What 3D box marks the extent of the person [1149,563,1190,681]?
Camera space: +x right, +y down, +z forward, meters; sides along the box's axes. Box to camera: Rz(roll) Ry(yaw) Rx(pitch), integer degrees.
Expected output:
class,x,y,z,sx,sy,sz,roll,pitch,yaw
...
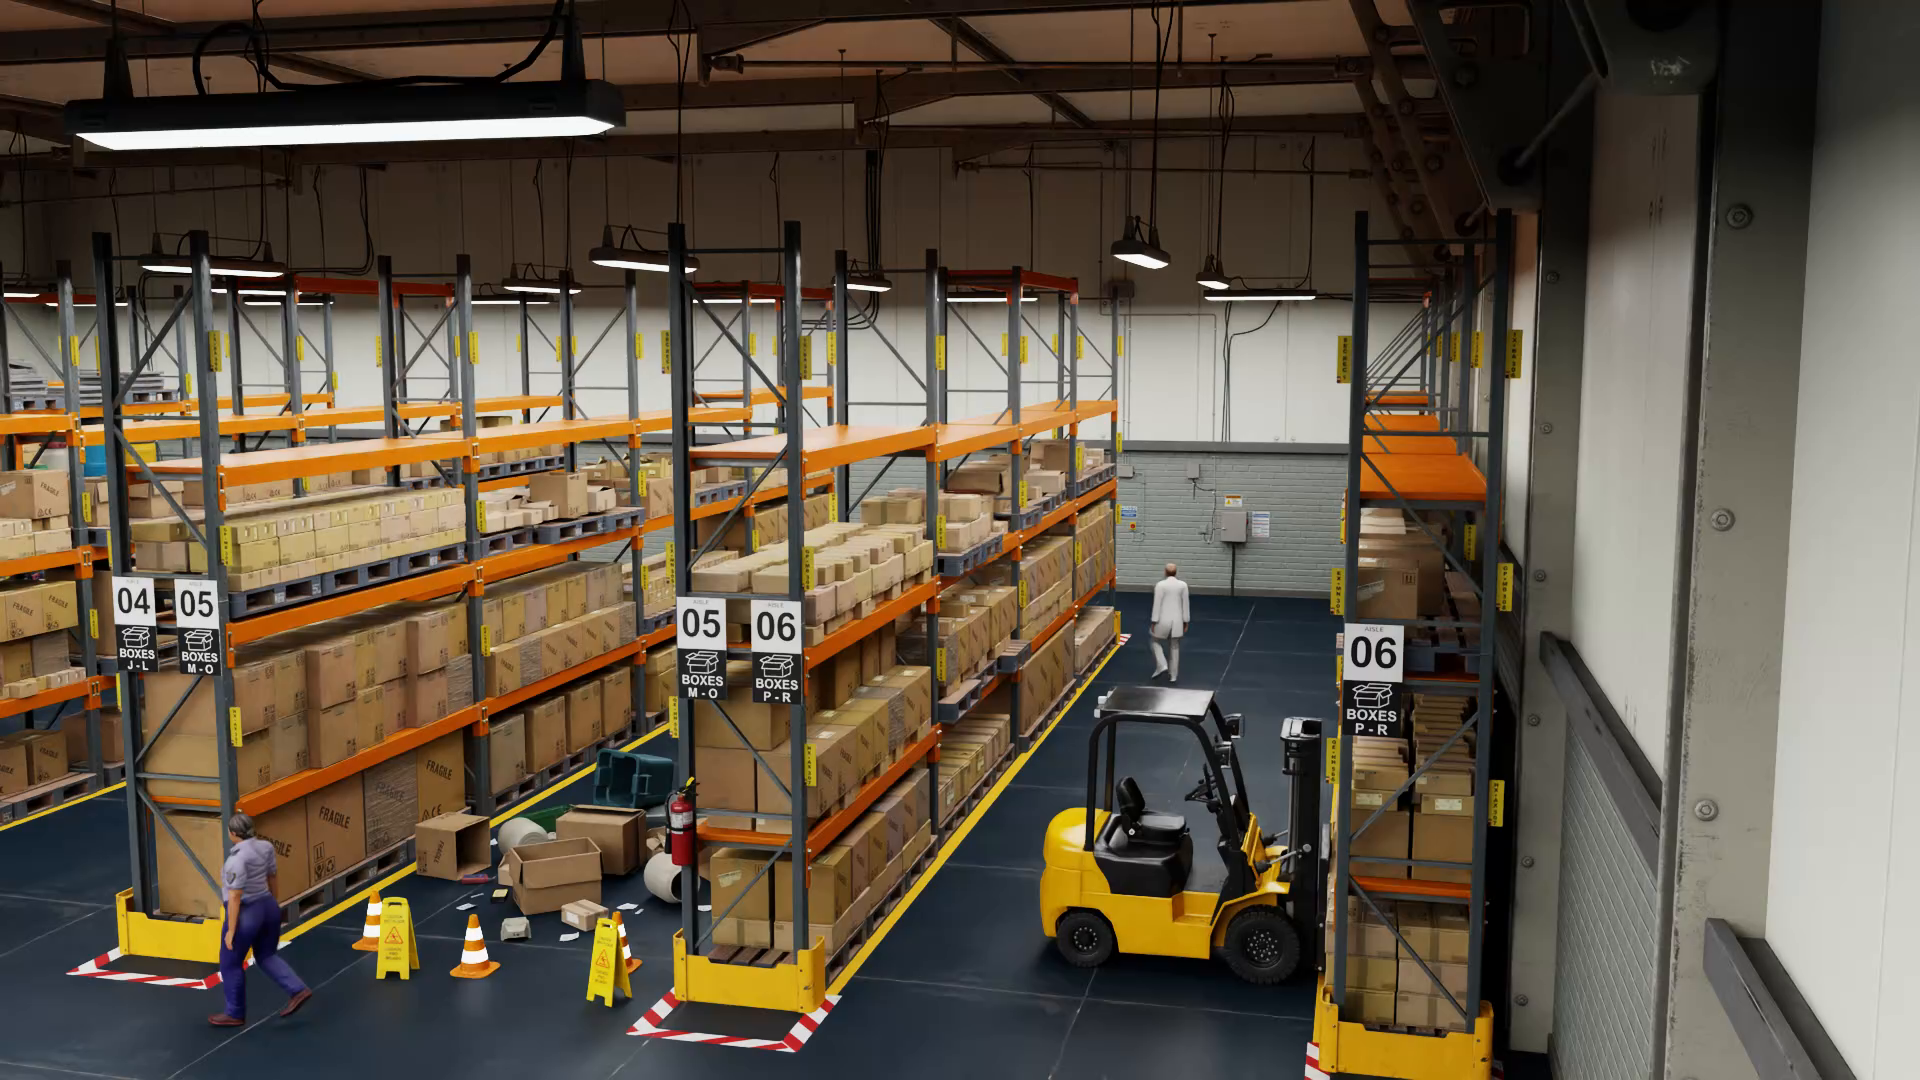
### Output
class,x,y,z,sx,sy,sz,roll,pitch,yaw
person,3.158,1.233,25.045,0.638,1.773,0.491,-2,7,-14

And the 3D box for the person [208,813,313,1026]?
class,x,y,z,sx,sy,sz,roll,pitch,yaw
person,-5.290,2.850,12.496,0.757,1.608,0.544,2,7,19
